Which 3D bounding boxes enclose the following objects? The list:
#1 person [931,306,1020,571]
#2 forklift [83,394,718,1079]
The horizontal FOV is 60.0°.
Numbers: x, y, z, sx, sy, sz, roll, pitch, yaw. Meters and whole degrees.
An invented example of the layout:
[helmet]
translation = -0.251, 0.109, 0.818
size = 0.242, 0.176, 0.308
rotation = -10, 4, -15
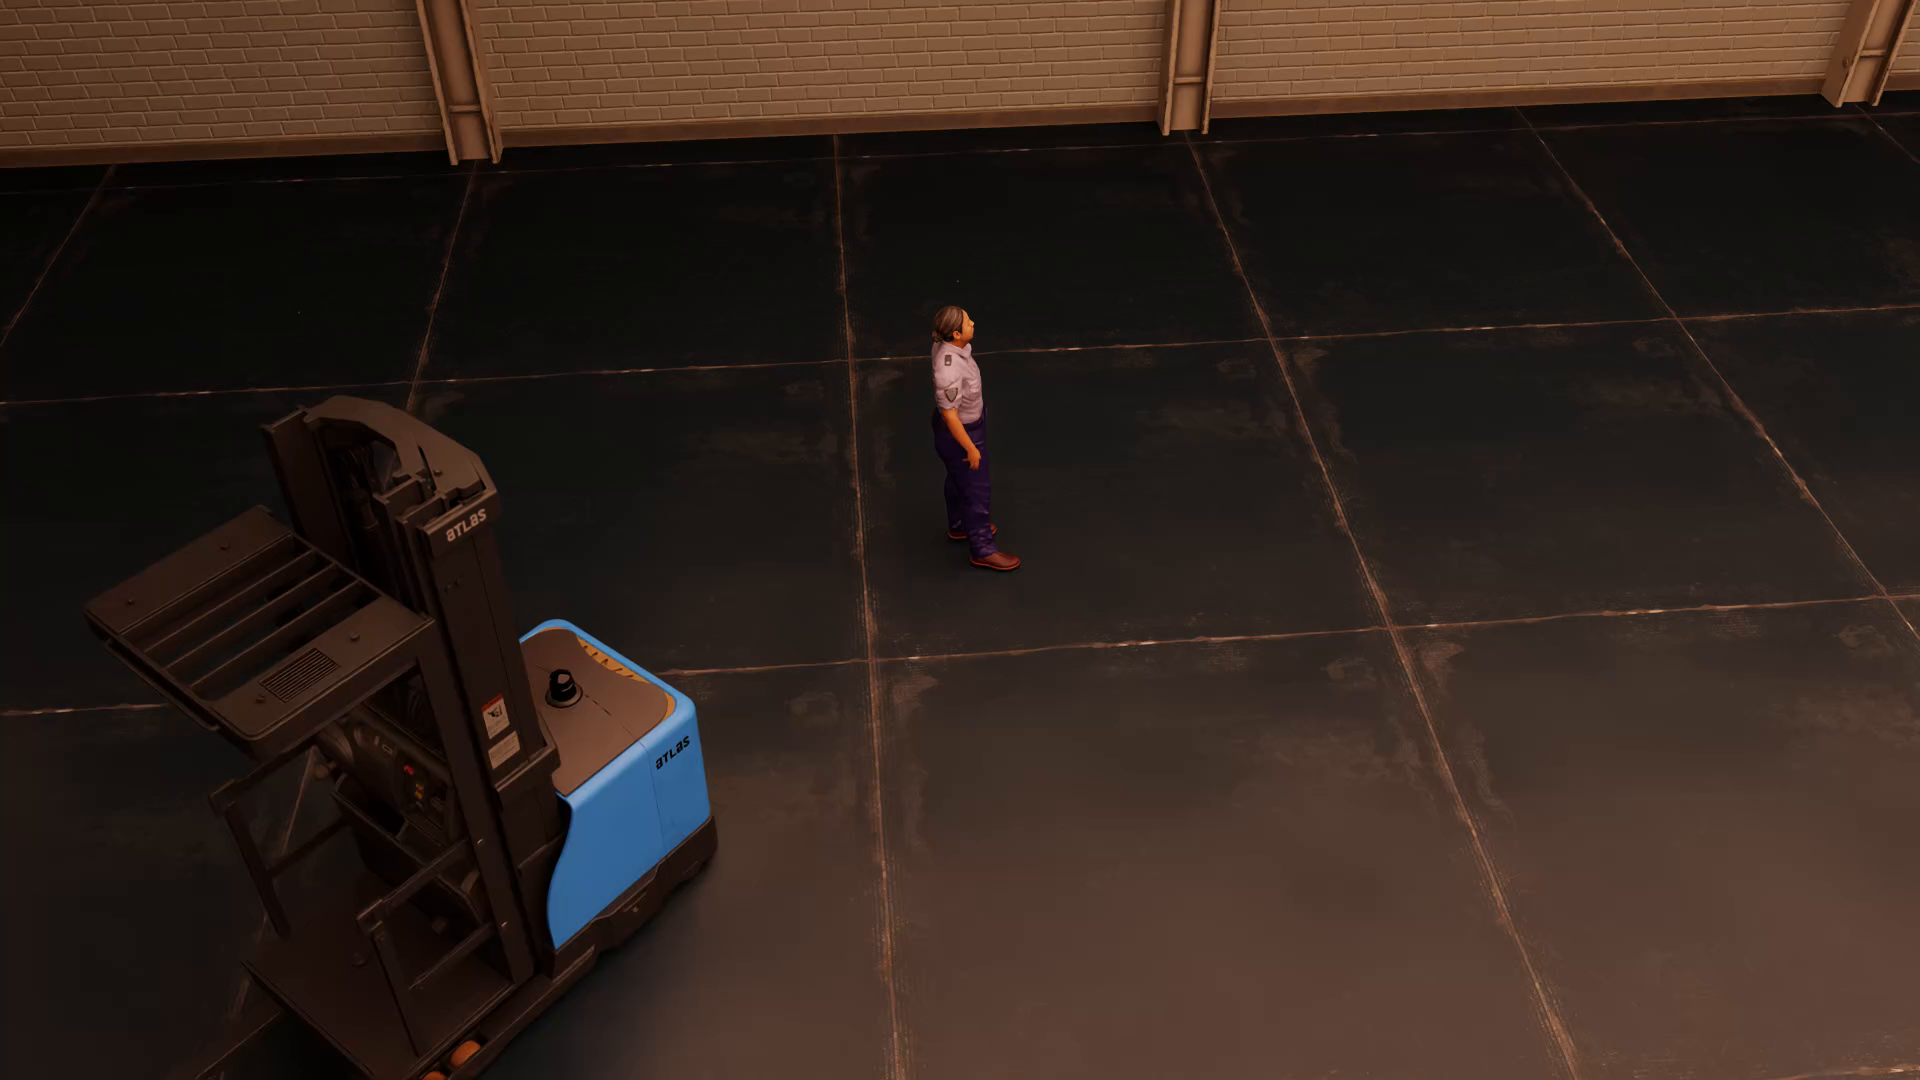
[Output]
[person]
translation = 0.092, -0.622, 9.641
size = 0.502, 1.651, 0.598
rotation = -3, 41, -4
[forklift]
translation = -2.515, 1.008, 6.759
size = 1.130, 2.935, 3.031
rotation = 27, 47, 28
